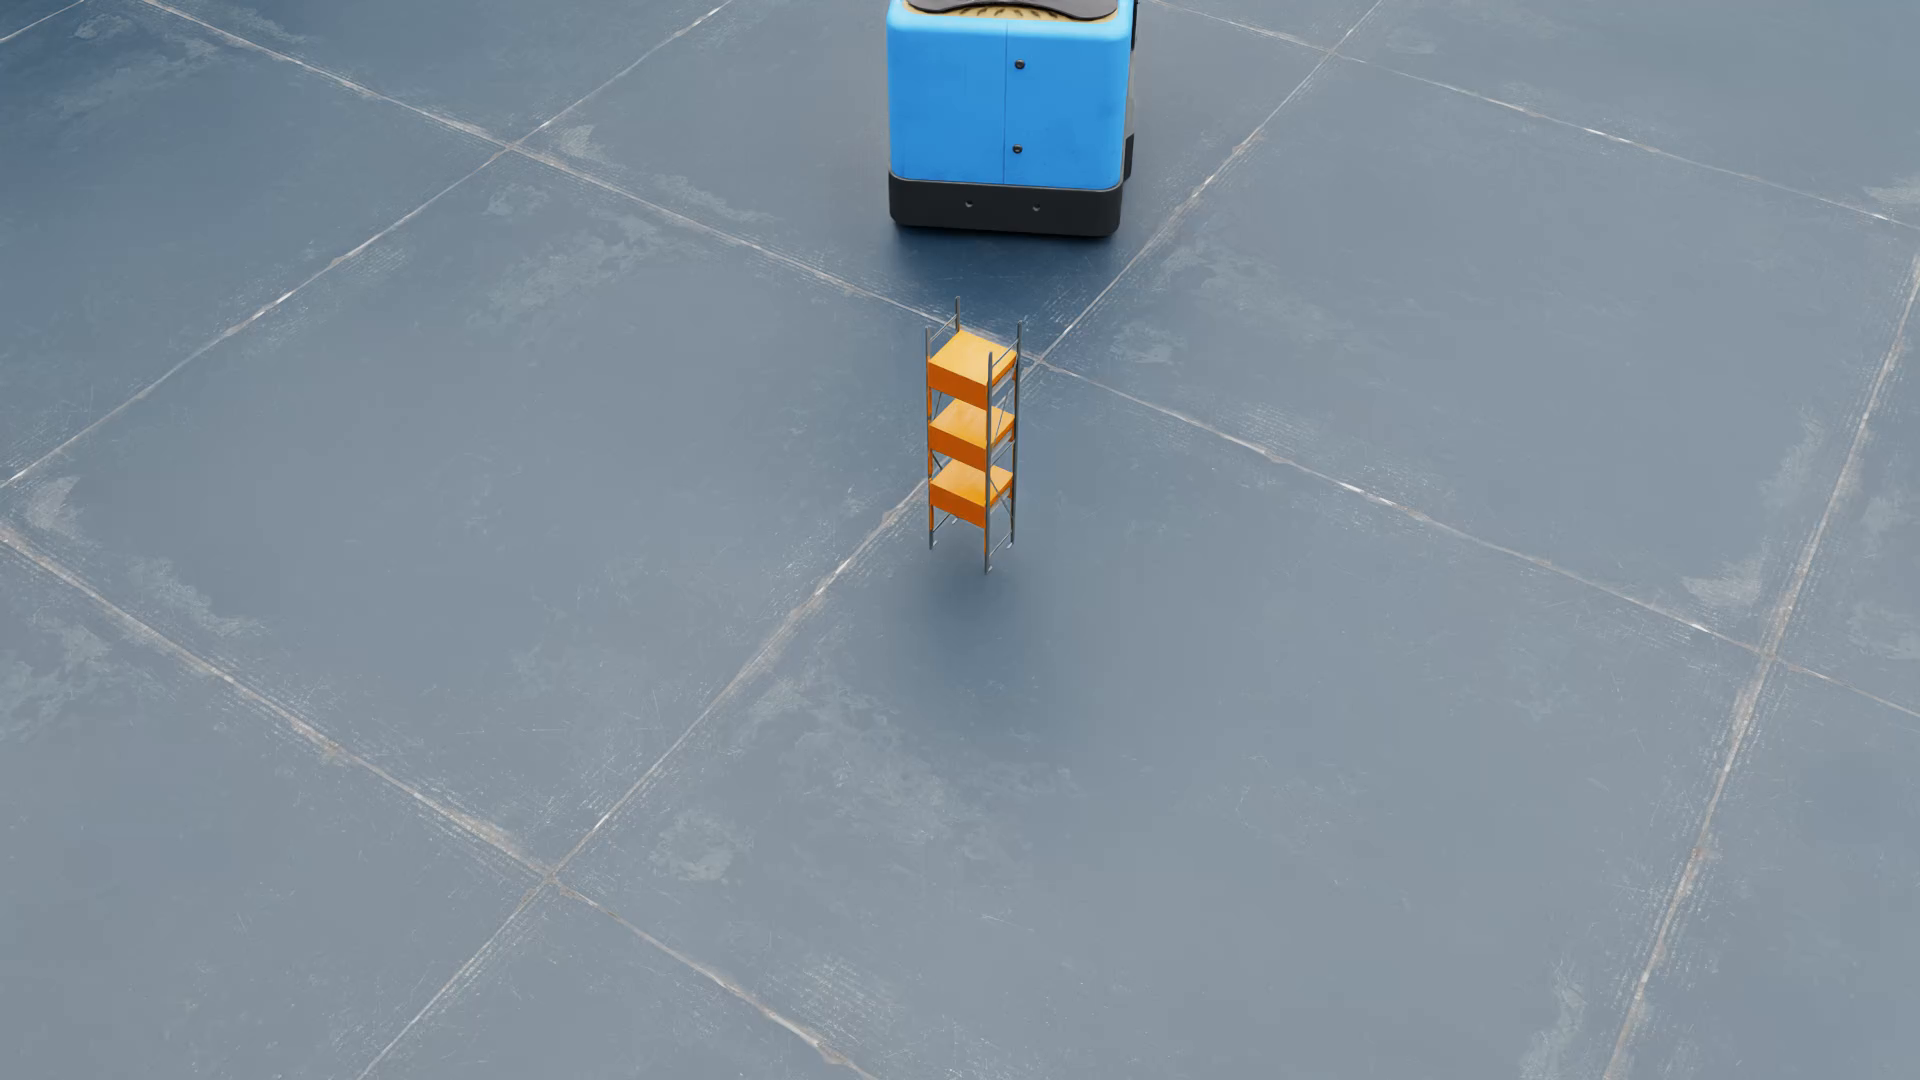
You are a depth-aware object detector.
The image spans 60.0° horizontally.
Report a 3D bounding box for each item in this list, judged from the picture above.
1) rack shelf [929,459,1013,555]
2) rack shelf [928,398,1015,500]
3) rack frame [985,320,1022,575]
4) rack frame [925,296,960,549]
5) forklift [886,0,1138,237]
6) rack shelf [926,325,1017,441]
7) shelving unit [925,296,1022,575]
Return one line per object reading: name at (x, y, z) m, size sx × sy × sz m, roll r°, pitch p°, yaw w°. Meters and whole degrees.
rack shelf at (0.045, -0.144, 6.060) m, size 0.240 × 0.259 × 0.215 m, roll 25°, pitch 51°, yaw 22°
rack shelf at (0.045, -0.338, 5.861) m, size 0.240 × 0.259 × 0.215 m, roll 25°, pitch 51°, yaw 22°
rack frame at (0.148, -0.298, 5.807) m, size 0.008 × 1.050 × 0.200 m, roll 25°, pitch 51°, yaw 22°
rack frame at (-0.058, -0.392, 5.899) m, size 0.008 × 1.050 × 0.200 m, roll 25°, pitch 51°, yaw 22°
forklift at (0.343, -3.445, 7.554) m, size 1.130 × 2.935 × 3.031 m, roll 4°, pitch 46°, yaw 4°
rack shelf at (0.045, -0.536, 5.657) m, size 0.240 × 0.259 × 0.215 m, roll 25°, pitch 51°, yaw 22°
shelving unit at (0.045, -0.345, 5.853) m, size 0.252 × 1.050 × 0.215 m, roll 25°, pitch 51°, yaw 22°
